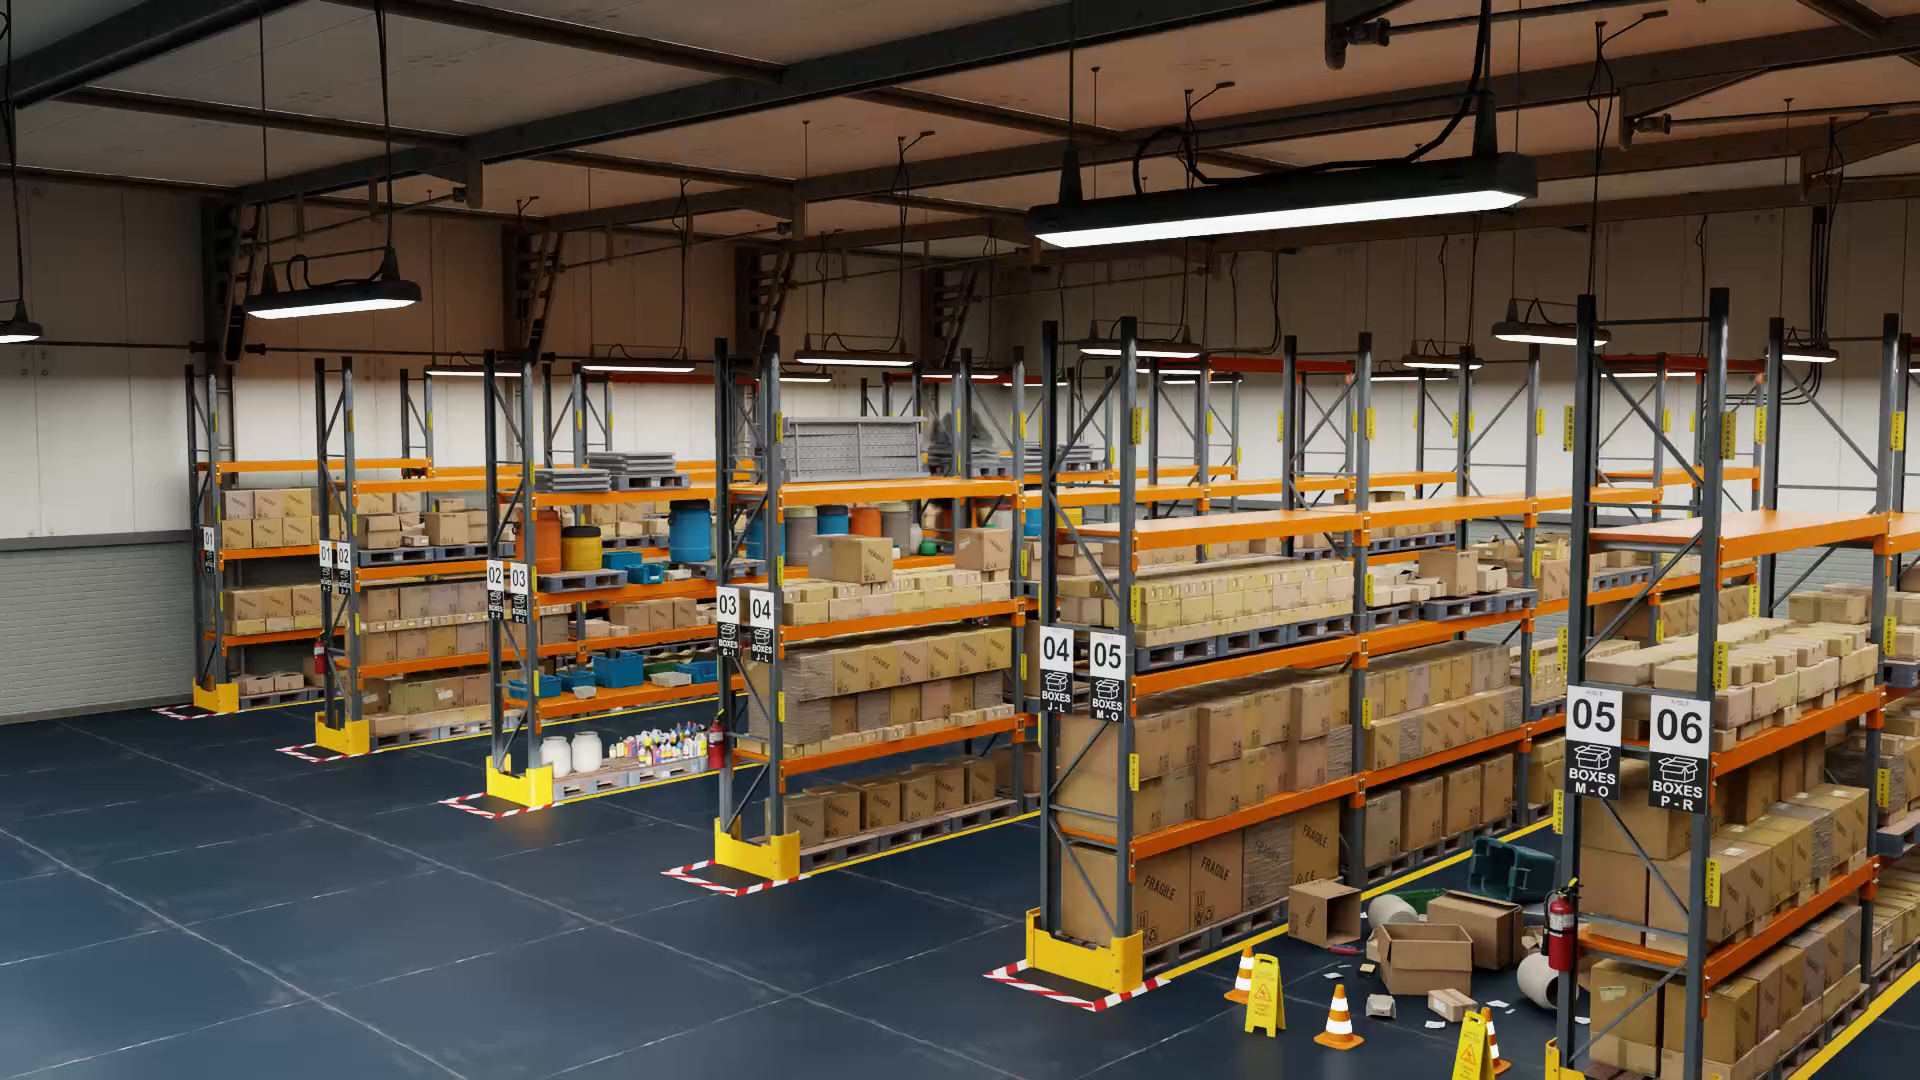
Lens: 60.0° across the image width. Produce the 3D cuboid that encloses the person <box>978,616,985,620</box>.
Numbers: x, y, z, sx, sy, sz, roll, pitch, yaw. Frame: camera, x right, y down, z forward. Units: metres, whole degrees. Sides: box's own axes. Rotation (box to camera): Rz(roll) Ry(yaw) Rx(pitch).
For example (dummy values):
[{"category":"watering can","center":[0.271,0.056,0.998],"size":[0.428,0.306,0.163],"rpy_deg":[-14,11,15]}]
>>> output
[{"category":"person","center":[0.710,1.839,32.486],"size":[0.727,1.654,0.898],"rpy_deg":[3,5,35]}]
